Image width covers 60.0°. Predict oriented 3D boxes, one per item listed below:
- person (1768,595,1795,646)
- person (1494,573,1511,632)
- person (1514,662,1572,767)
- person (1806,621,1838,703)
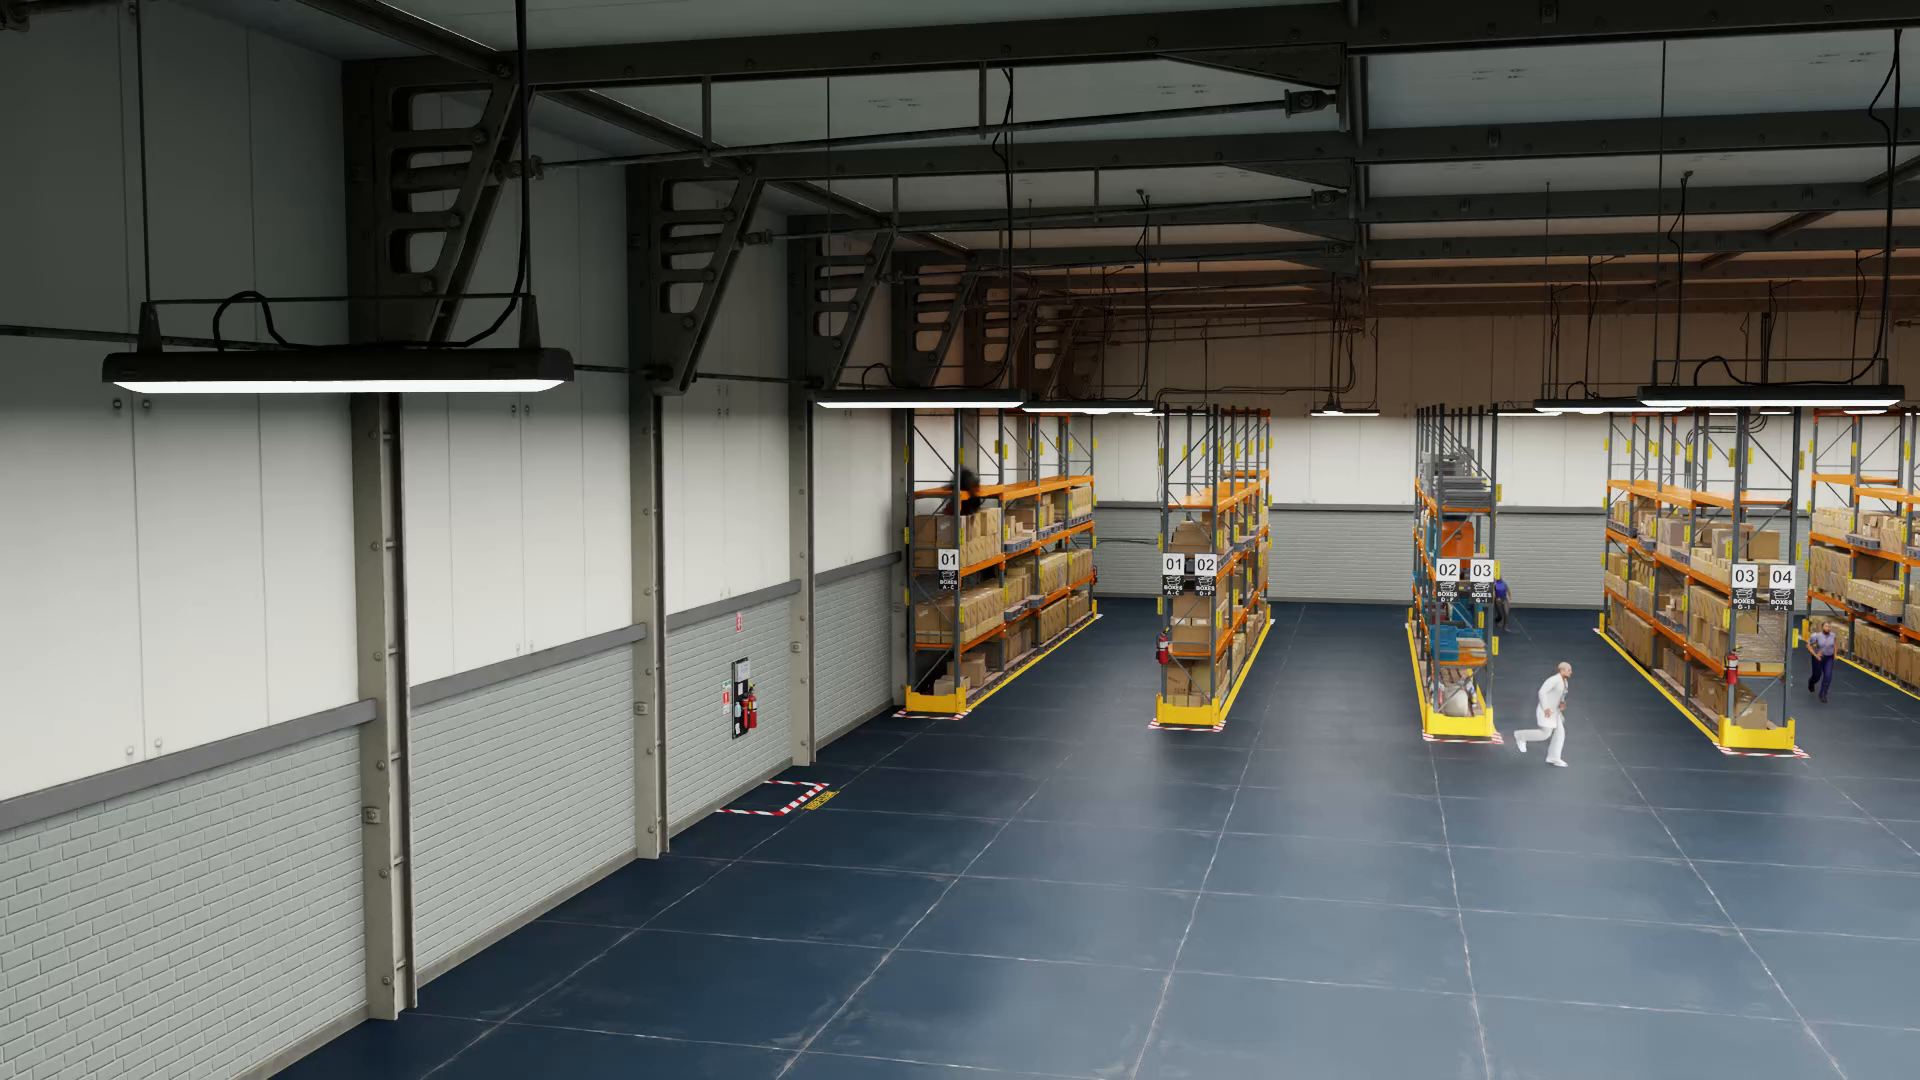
[{"bbox_3d":[20.053,1.850,40.641,0.677,1.805,0.916,1,4,15],"label":"person"},{"bbox_3d":[14.553,1.669,44.865,0.606,1.596,0.612,-1,4,-10],"label":"person"},{"bbox_3d":[9.718,2.881,27.716,0.918,1.702,0.717,3,5,34],"label":"person"},{"bbox_3d":[17.592,2.461,33.922,0.631,1.637,0.804,1,4,7],"label":"person"}]
